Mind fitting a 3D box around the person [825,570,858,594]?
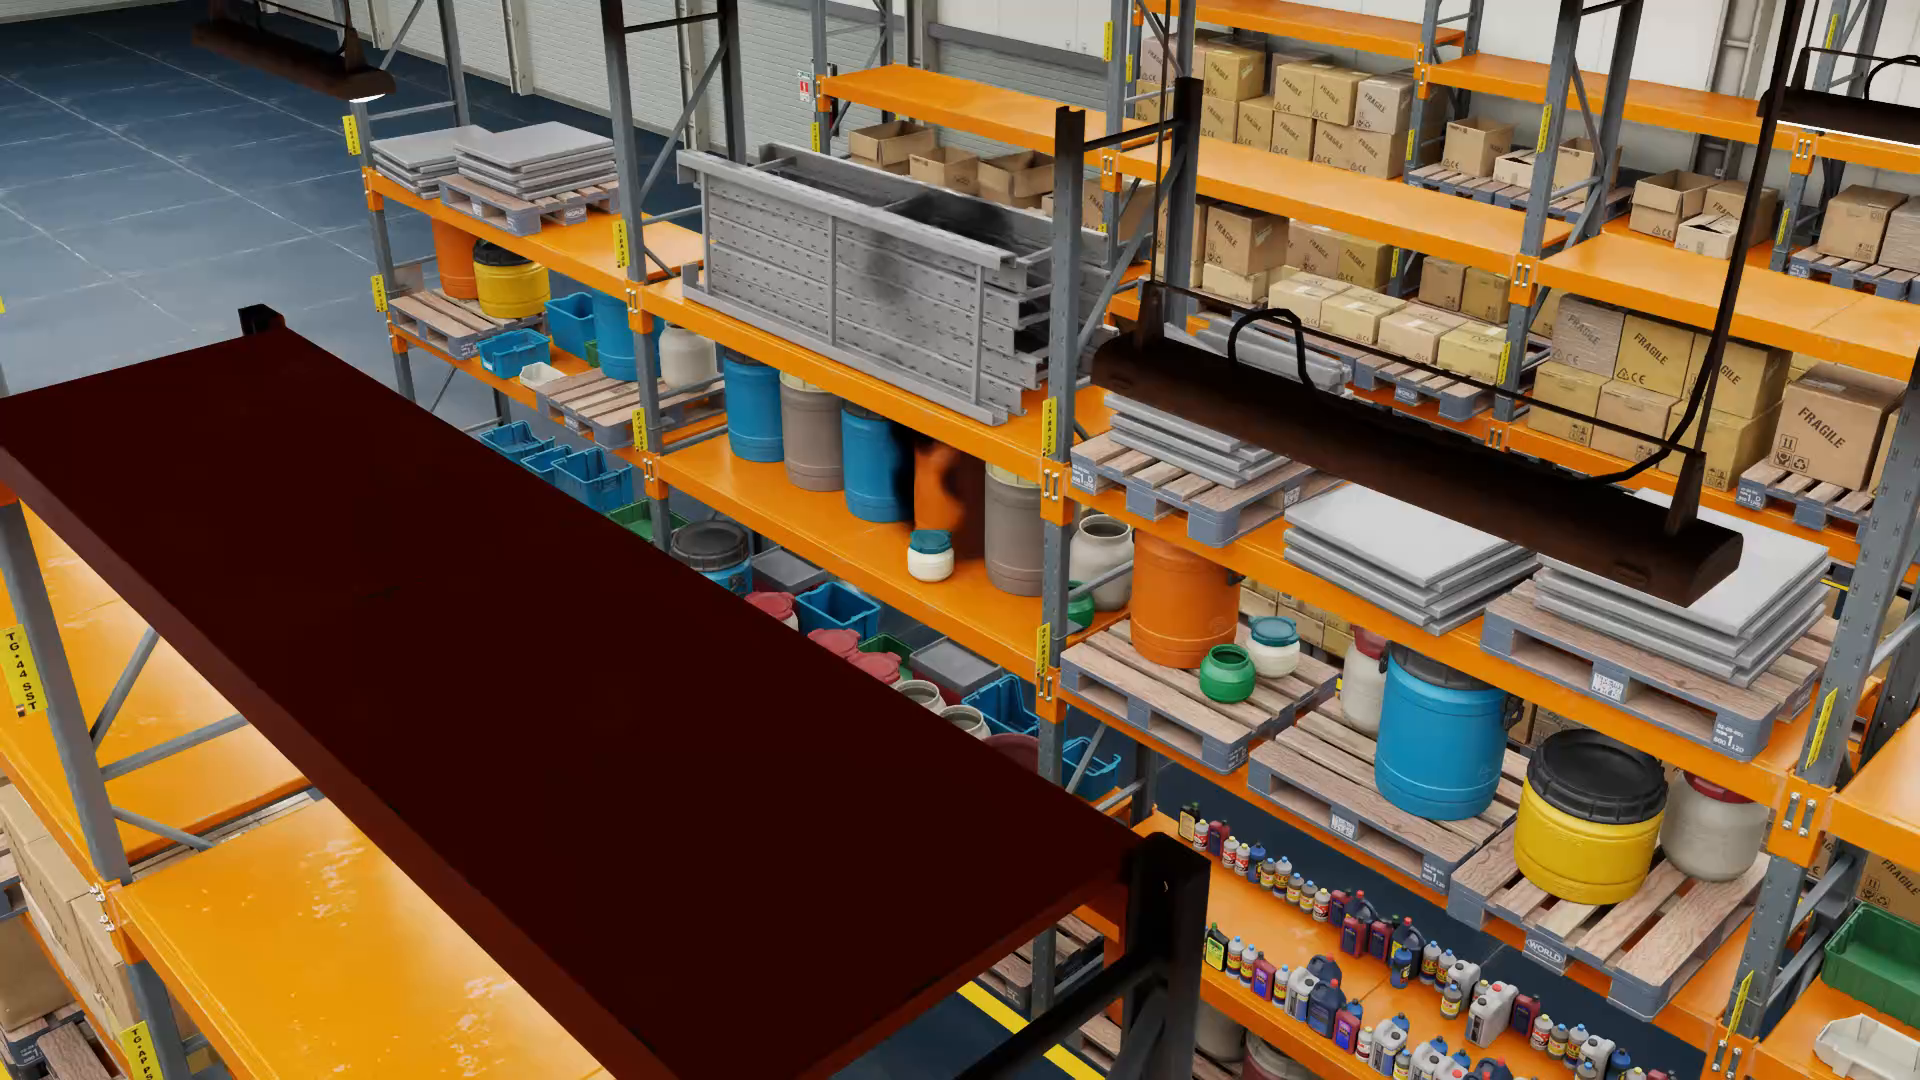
[{"bbox_3d":[-1.186,0.042,14.943,0.593,1.742,0.665,23,36,36],"label":"person"}]
